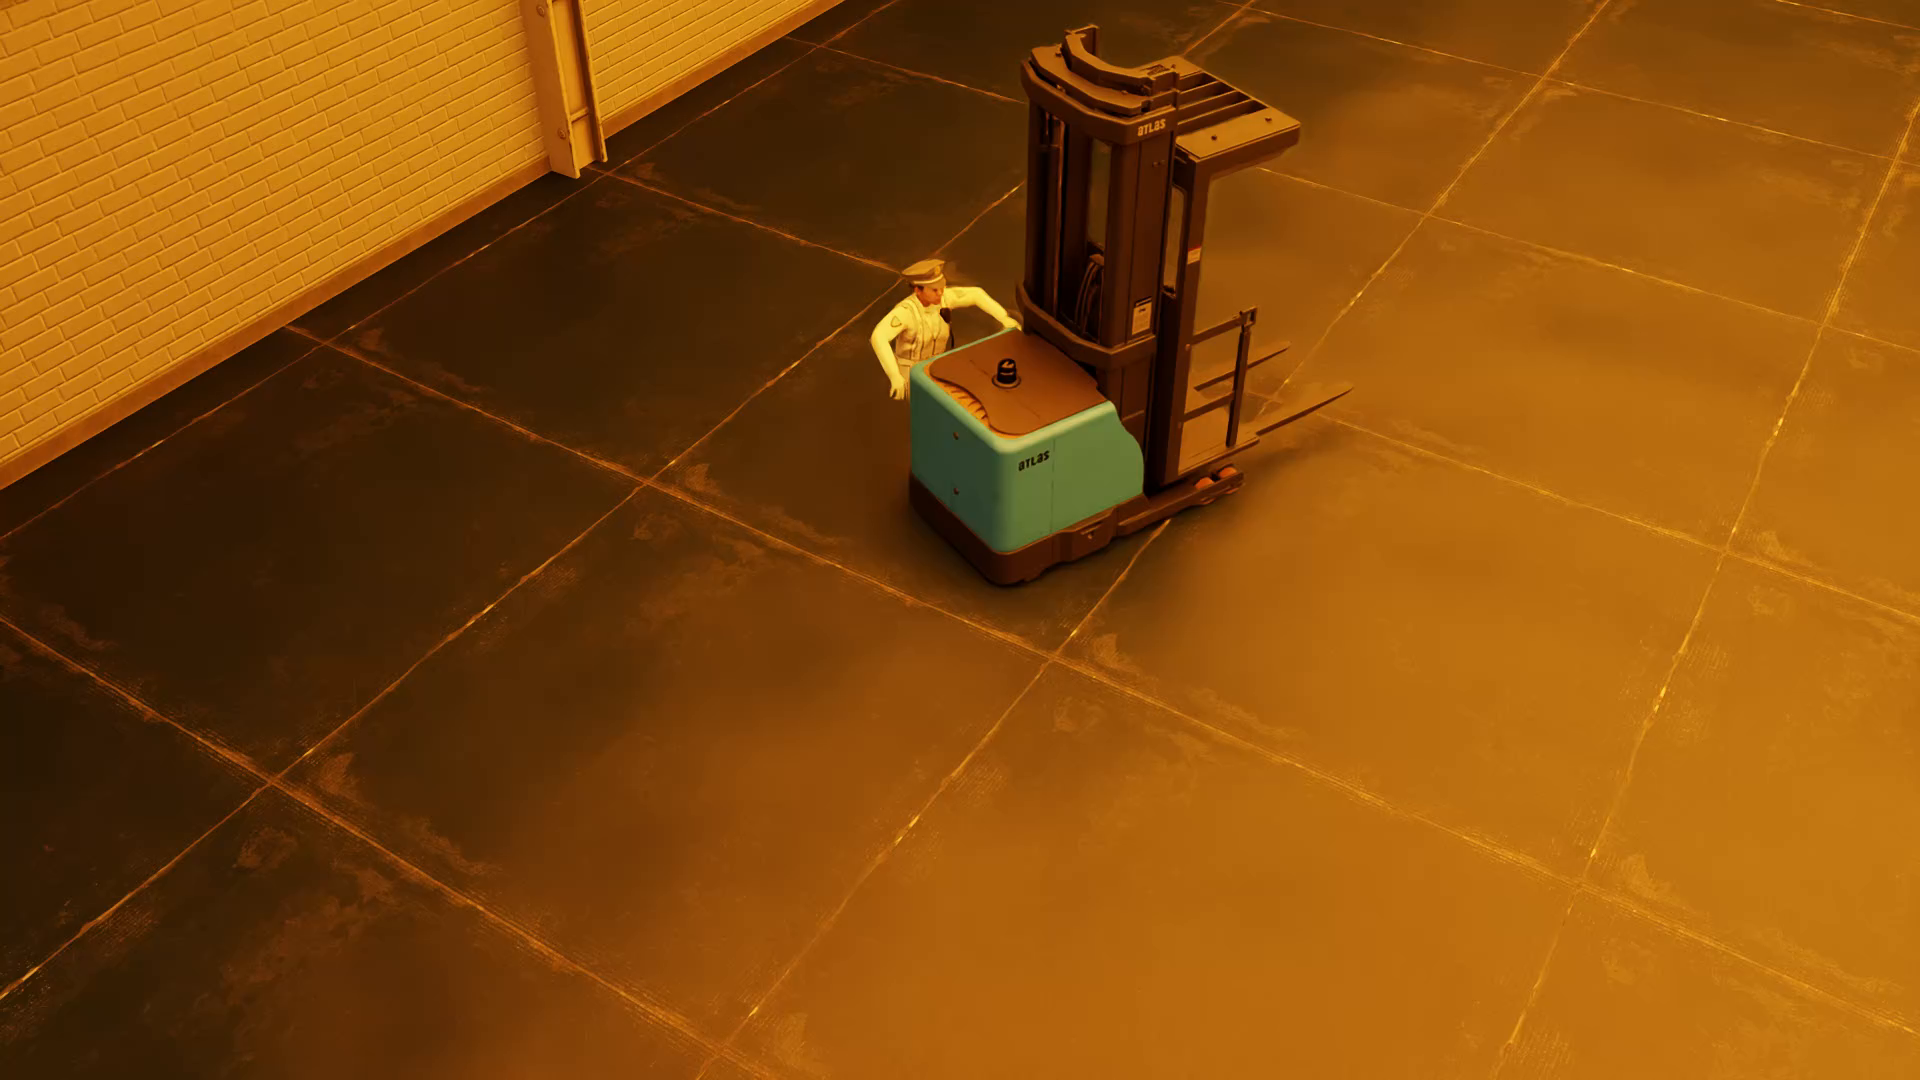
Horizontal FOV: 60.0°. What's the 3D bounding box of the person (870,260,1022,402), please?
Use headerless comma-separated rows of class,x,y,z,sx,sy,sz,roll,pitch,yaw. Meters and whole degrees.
person,-0.049,-0.987,10.239,0.772,1.486,1.028,31,49,31

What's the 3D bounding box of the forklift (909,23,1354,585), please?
forklift,1.192,-1.602,9.858,3.031,2.935,1.130,-24,46,-25
